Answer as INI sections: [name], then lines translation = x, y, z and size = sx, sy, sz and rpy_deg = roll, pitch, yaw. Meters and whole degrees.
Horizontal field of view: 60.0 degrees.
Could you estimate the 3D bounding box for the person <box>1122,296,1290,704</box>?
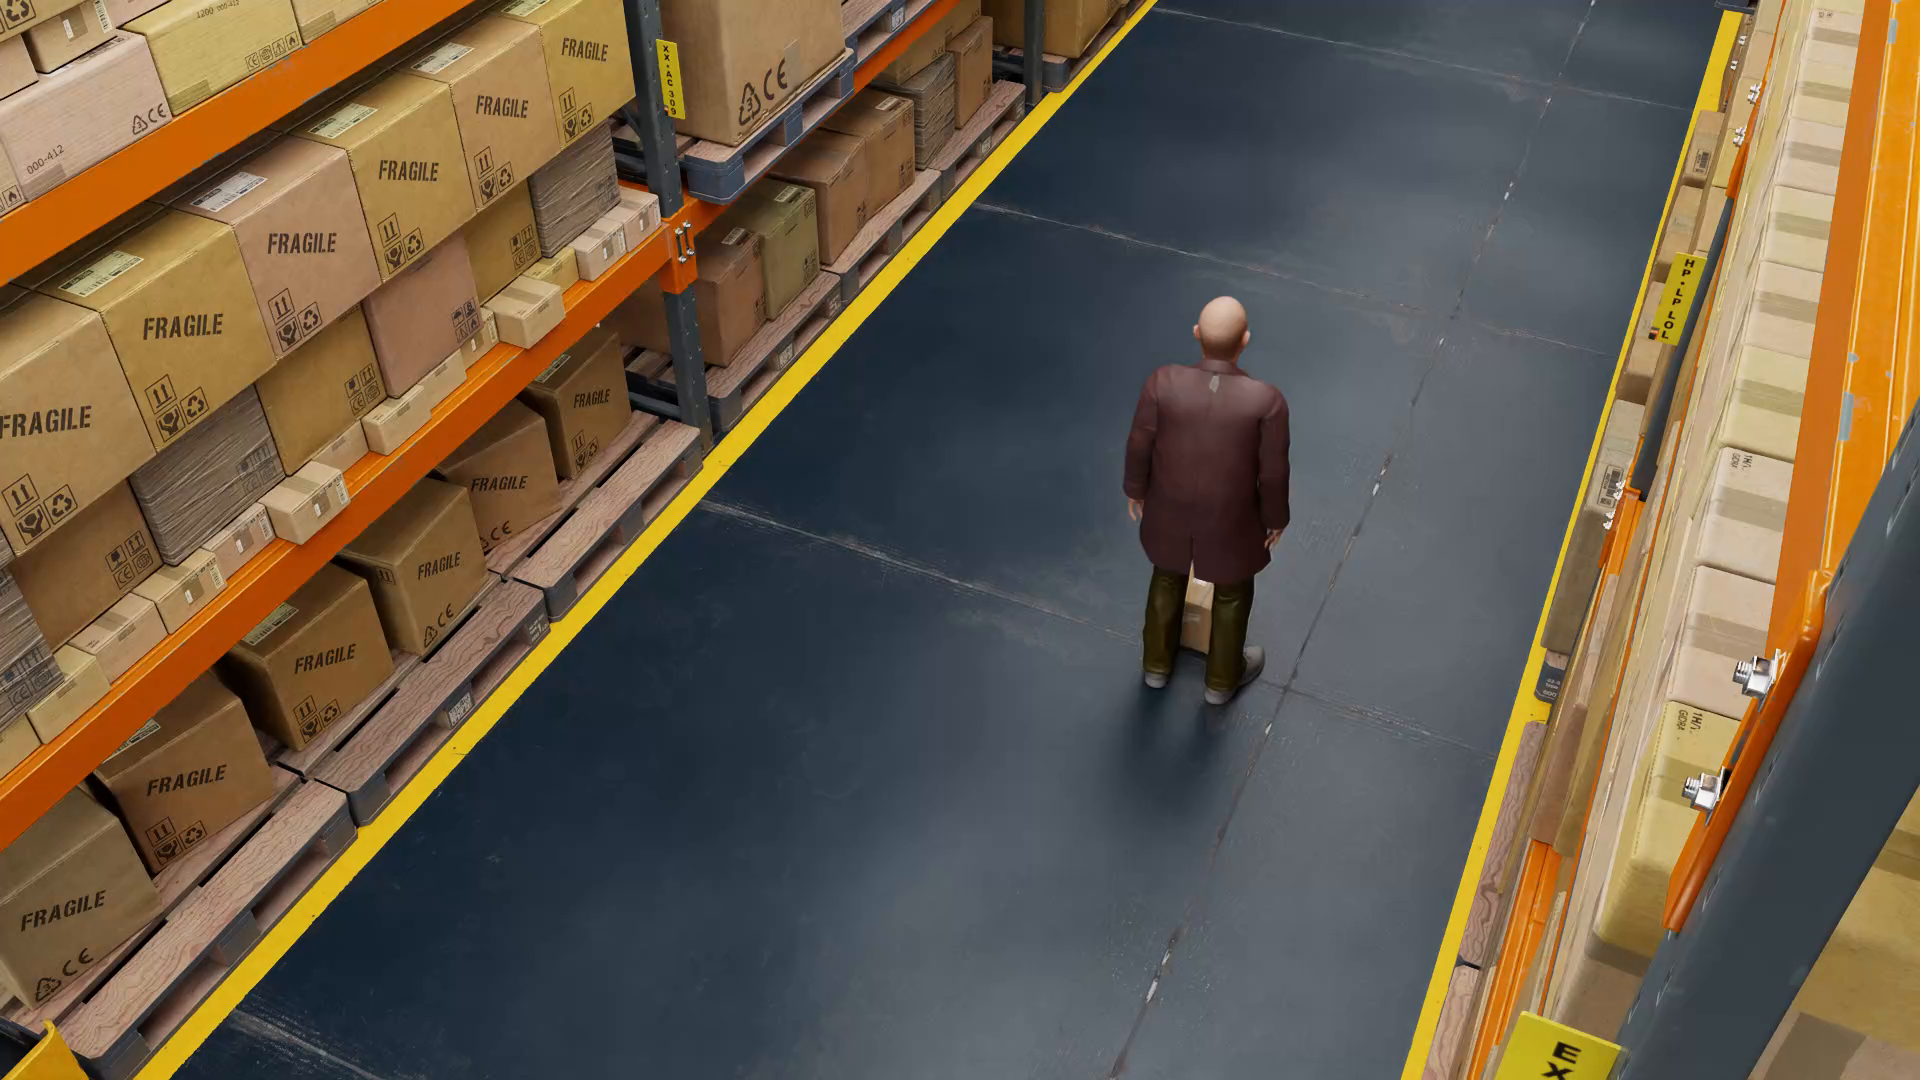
[person]
translation = 0.929, -0.128, 6.316
size = 0.648, 1.772, 0.429
rpy_deg = 15, 43, 16
